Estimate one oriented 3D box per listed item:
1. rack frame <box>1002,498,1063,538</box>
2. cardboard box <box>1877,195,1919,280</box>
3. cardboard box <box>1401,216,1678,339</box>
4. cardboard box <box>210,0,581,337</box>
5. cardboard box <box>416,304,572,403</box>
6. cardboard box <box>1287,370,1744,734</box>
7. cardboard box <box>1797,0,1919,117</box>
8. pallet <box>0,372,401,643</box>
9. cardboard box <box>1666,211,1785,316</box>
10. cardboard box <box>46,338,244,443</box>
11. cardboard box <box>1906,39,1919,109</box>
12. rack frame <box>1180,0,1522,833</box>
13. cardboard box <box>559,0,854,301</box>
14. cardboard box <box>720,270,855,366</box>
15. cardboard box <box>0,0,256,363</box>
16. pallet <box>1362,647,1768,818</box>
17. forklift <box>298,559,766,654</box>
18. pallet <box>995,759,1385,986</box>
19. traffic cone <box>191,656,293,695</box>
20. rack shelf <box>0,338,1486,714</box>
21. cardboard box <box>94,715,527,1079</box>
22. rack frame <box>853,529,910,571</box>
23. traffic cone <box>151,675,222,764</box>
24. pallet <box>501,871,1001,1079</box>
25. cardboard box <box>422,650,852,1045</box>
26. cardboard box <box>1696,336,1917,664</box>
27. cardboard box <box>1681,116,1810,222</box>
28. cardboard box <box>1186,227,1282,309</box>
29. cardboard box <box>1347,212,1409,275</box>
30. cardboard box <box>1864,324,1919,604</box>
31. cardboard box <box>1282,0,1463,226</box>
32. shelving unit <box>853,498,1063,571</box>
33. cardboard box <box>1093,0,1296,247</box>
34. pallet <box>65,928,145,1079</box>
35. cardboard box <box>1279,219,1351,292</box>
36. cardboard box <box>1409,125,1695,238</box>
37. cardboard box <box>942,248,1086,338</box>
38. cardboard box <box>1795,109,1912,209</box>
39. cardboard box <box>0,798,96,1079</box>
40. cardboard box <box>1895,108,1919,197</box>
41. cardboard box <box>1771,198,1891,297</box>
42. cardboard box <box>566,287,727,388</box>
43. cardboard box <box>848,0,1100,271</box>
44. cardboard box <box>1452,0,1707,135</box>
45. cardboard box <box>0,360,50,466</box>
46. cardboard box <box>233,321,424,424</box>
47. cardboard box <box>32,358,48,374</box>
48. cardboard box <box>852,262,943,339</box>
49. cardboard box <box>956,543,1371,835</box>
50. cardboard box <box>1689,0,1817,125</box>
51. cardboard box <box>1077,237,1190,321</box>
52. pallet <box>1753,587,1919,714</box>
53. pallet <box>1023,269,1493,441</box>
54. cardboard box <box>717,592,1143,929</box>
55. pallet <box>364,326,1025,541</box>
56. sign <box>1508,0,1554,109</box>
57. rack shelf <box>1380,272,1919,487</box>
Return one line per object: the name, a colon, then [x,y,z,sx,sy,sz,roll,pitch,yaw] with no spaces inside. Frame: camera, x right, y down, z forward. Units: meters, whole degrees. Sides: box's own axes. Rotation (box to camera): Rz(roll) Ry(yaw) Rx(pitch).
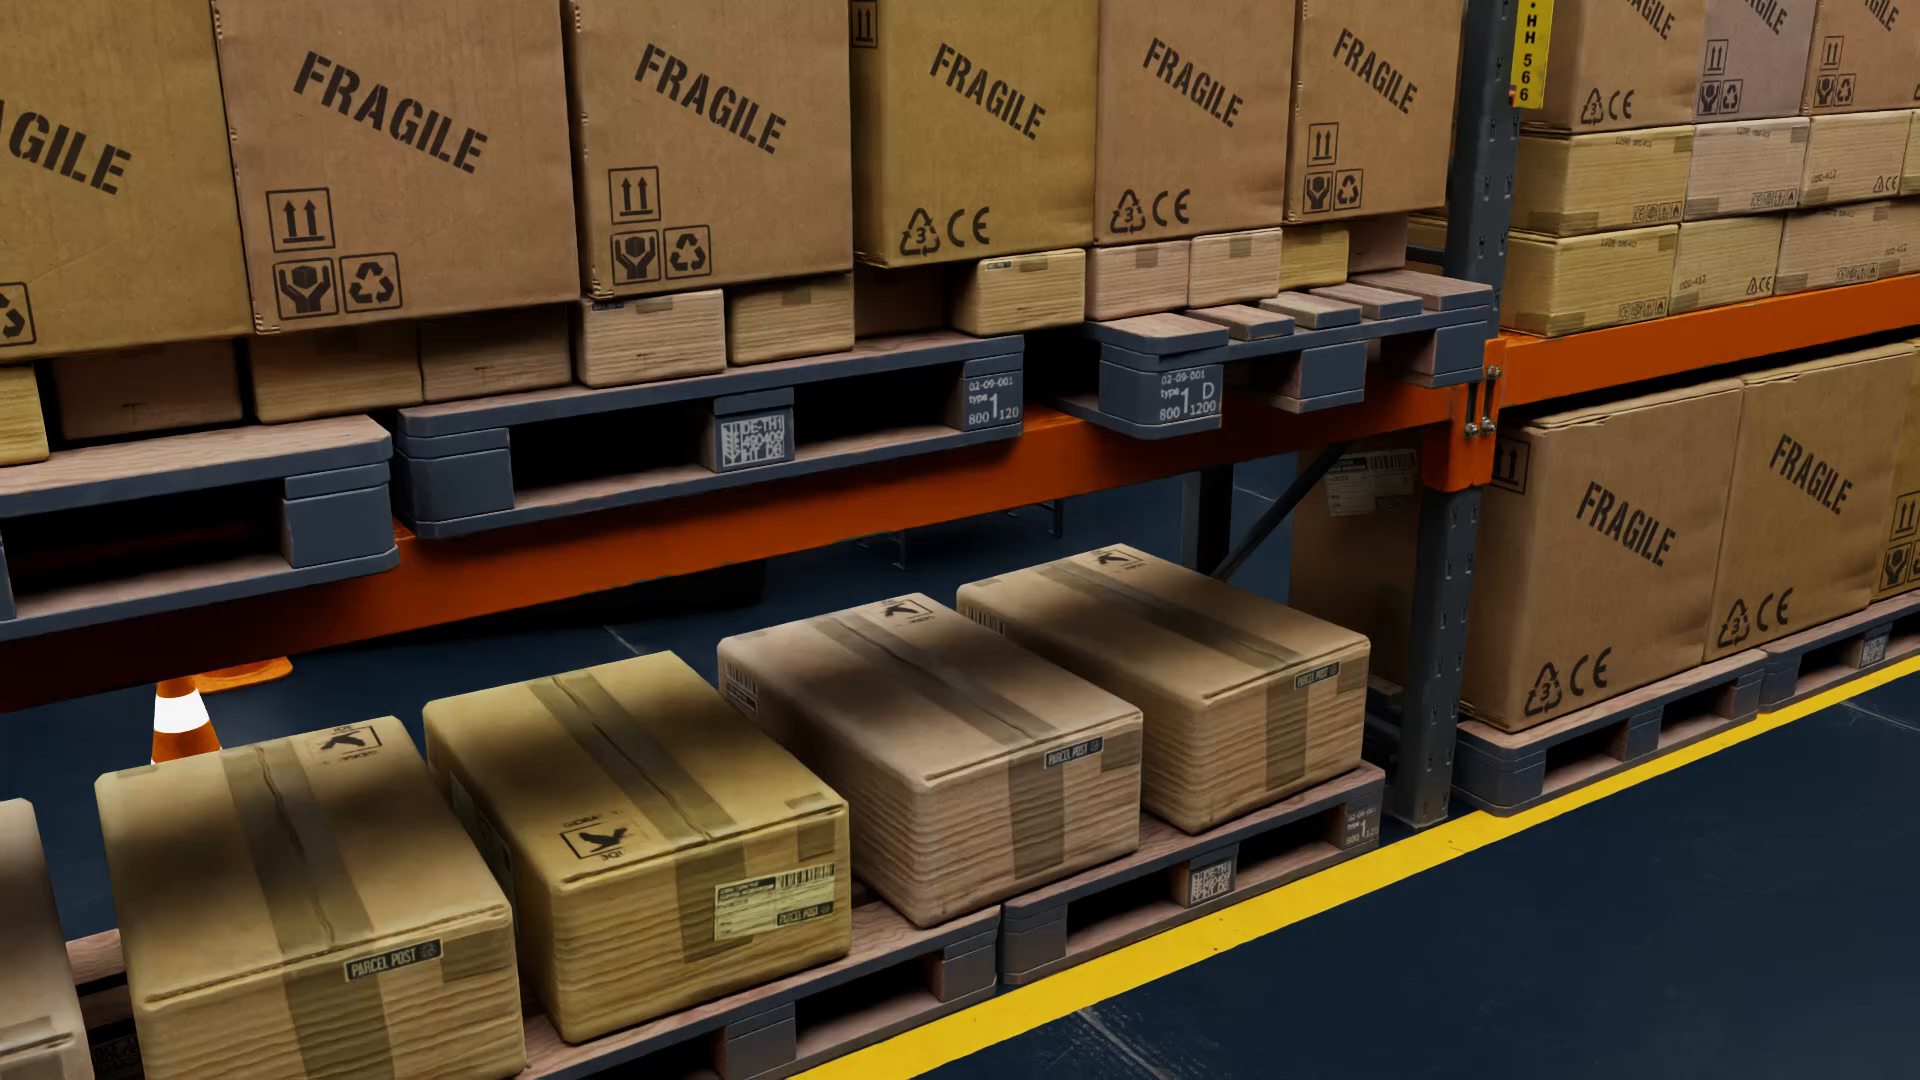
rack frame: [0.300,-0.774,6.692,0.023,1.500,0.400,-12,22,-31]
cardboard box: [2.811,-1.005,5.269,0.500,0.250,0.500,-12,22,-31]
cardboard box: [1.540,-0.731,4.459,0.500,0.250,0.500,-12,22,-32]
cardboard box: [-0.960,-0.644,2.689,0.500,0.500,0.500,-12,22,-32]
cardboard box: [-0.859,-0.361,2.865,0.250,0.149,0.380,-12,22,-31]
cardboard box: [1.616,-0.075,4.946,0.875,0.875,0.875,-12,22,-32]
cardboard box: [2.389,-1.503,4.790,0.500,0.500,0.500,-11,22,-30]
pallet: [-1.629,-0.084,2.609,1.213,0.211,1.003,-12,22,-31]
cardboard box: [1.959,-0.827,4.740,0.500,0.250,0.500,-13,22,-33]
cardboard box: [-1.304,-0.284,2.637,0.250,0.149,0.380,-10,21,-28]
cardboard box: [2.812,-1.591,5.050,0.500,0.500,0.500,-12,22,-31]
rack frame: [0.993,-0.784,4.379,0.127,3.000,1.000,-12,22,-31]
cardboard box: [-0.537,-0.737,2.966,0.500,0.500,0.500,-13,23,-34]
cardboard box: [-0.402,-0.449,3.125,0.250,0.149,0.380,-13,22,-33]
cardboard box: [-1.380,-0.560,2.443,0.500,0.500,0.500,-12,22,-31]
pallet: [1.693,0.419,5.177,1.213,0.211,1.003,-12,22,-31]
forklift: [-2.285,-1.174,5.641,3.031,2.935,1.130,-5,19,-15]
pallet: [0.340,0.675,4.419,1.213,0.211,1.003,-12,22,-31]
traffic cone: [-2.390,0.211,5.397,0.334,0.463,0.336,-12,22,-31]
rack shelf: [-0.677,-0.090,3.452,4.000,0.370,1.077,-12,22,-31]
cardboard box: [-1.312,0.746,3.301,0.625,0.372,0.950,-10,21,-28]
rack frame: [-0.311,-0.645,6.310,0.023,1.500,0.400,-12,22,-31]
traffic cone: [-2.082,0.530,4.455,0.334,0.463,0.336,-12,22,-31]
pallet: [-0.678,0.888,3.788,1.213,0.211,1.003,-12,22,-31]
cardboard box: [-0.733,0.623,3.665,0.625,0.372,0.950,-11,22,-30]
cardboard box: [2.363,-0.231,5.407,0.875,0.875,0.875,-12,22,-31]
cardboard box: [1.984,-1.063,4.660,0.500,0.250,0.500,-11,22,-30]
cardboard box: [0.479,-0.620,3.631,0.250,0.149,0.380,-12,22,-32]
cardboard box: [0.849,-0.743,3.995,0.250,0.149,0.380,-11,22,-29]
cardboard box: [3.110,-0.389,5.873,0.875,0.875,0.875,-11,22,-30]
cardboard box: [0.766,-1.016,3.791,0.500,0.500,0.500,-13,22,-33]
shelving unit: [-0.006,-0.709,6.501,0.755,1.500,0.431,-12,22,-31]
cardboard box: [0.341,-0.922,3.513,0.500,0.500,0.500,-12,22,-32]
pallet: [-1.698,1.104,3.148,1.213,0.211,1.003,-12,22,-31]
cardboard box: [0.665,-0.676,3.798,0.250,0.149,0.380,-12,22,-31]
cardboard box: [1.552,-0.973,4.391,0.500,0.250,0.500,-12,22,-32]
cardboard box: [0.042,-0.525,3.352,0.250,0.149,0.380,-11,22,-30]
cardboard box: [2.408,-1.148,4.910,0.500,0.250,0.500,-12,22,-32]
cardboard box: [-1.911,0.874,2.924,0.625,0.372,0.950,-12,22,-31]
cardboard box: [2.838,-1.234,5.164,0.500,0.250,0.500,-11,22,-30]
cardboard box: [2.401,-0.917,5.009,0.500,0.250,0.500,-11,22,-30]
cardboard box: [-0.608,-0.394,2.963,0.250,0.149,0.380,-11,22,-29]
cardboard box: [-0.080,-0.833,3.249,0.500,0.500,0.500,-14,23,-35]
cardboard box: [1.540,-1.326,4.266,0.500,0.500,0.500,-13,22,-33]
cardboard box: [-1.499,-0.213,2.429,0.250,0.149,0.380,-11,22,-30]
cardboard box: [-1.066,-0.318,2.738,0.250,0.149,0.380,-12,22,-31]
cardboard box: [-1.644,-0.420,3.040,0.250,0.149,0.380,-12,22,-32]
cardboard box: [-0.237,-0.515,3.321,0.250,0.149,0.380,-12,22,-31]
cardboard box: [0.516,0.359,4.446,0.625,0.372,0.950,-14,23,-35]
cardboard box: [1.949,-1.416,4.532,0.500,0.500,0.500,-12,22,-31]
cardboard box: [0.264,-0.578,3.506,0.250,0.149,0.380,-13,23,-34]
pallet: [2.711,0.205,5.808,1.213,0.211,1.003,-12,22,-31]
pallet: [0.457,-0.539,3.954,1.003,0.211,1.213,-12,22,-31]
cardboard box: [-0.096,0.491,4.055,0.625,0.372,0.950,-12,22,-32]
pallet: [-0.638,-0.333,3.346,1.213,0.211,1.003,-12,22,-31]
sign: [1.300,-1.151,3.782,0.005,0.325,0.100,-12,22,-31]
rack shelf: [2.664,-0.795,5.536,4.000,0.370,1.077,-12,22,-31]
